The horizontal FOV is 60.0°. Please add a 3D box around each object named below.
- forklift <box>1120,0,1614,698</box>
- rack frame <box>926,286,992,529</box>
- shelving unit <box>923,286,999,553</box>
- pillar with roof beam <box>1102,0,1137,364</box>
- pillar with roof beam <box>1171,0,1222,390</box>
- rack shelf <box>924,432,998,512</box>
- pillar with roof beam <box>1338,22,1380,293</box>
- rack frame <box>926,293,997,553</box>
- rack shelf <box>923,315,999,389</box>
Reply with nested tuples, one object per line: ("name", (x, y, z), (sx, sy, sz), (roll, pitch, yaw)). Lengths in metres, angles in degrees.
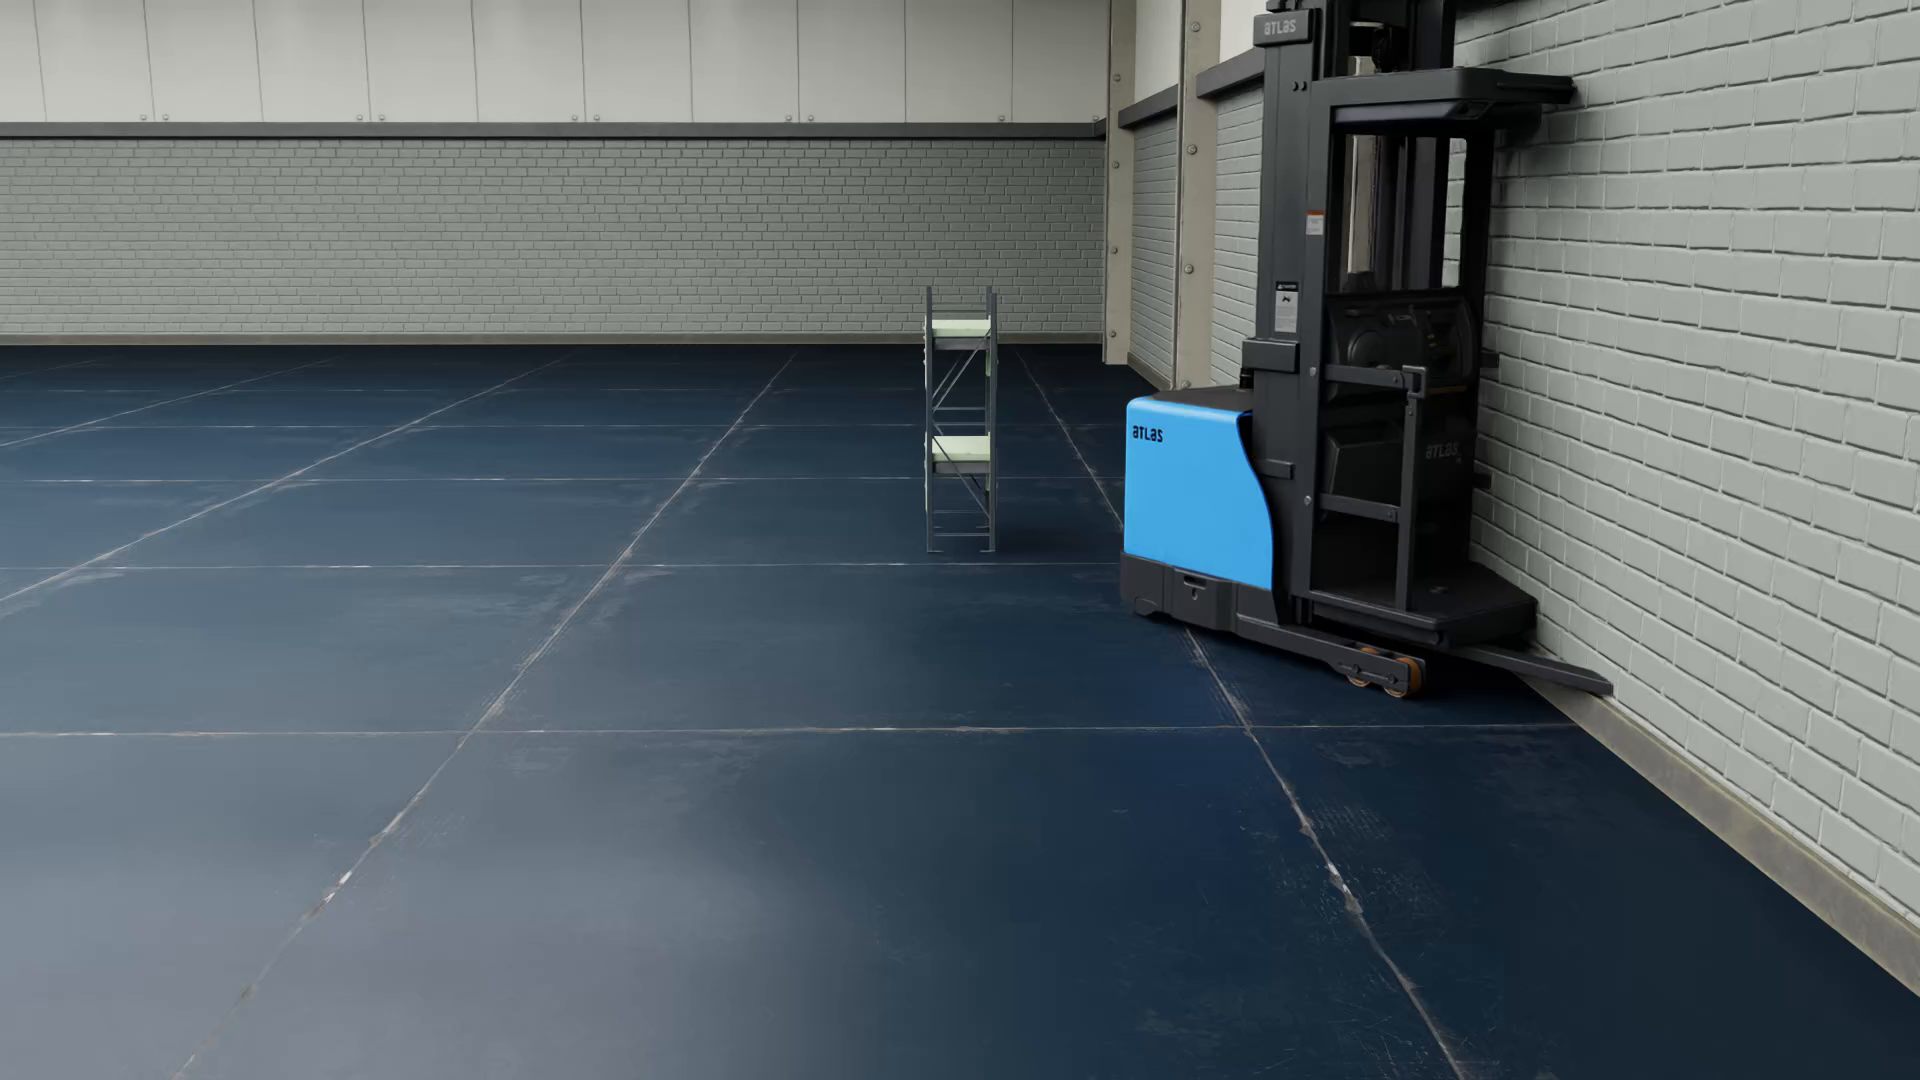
("forklift", (2.063, -0.896, 7.102), (1.130, 2.935, 3.031), (-8, 14, -35))
("rack frame", (-0.008, -0.809, 10.275), (0.400, 1.500, 0.023), (0, 11, -1))
("shelving unit", (0.000, -0.736, 9.917), (0.431, 1.500, 0.755), (0, 11, -1))
("pillar with roof beam", (-2.315, -6.651, 20.212), (9.100, 9.000, 0.400), (0, 11, -1))
("pillar with roof beam", (-2.191, -5.459, 14.333), (9.100, 9.000, 0.400), (0, 11, -1))
("rack shelf", (0.000, -0.417, 9.981), (0.431, 0.370, 0.720), (0, 11, -1))
("pillar with roof beam", (-2.067, -4.266, 8.454), (9.100, 9.000, 0.400), (0, 11, -1))
("rack frame", (0.007, -0.664, 9.558), (0.400, 1.500, 0.023), (0, 11, -1))
("rack shelf", (0.000, -1.119, 9.839), (0.431, 0.370, 0.720), (0, 11, -1))
